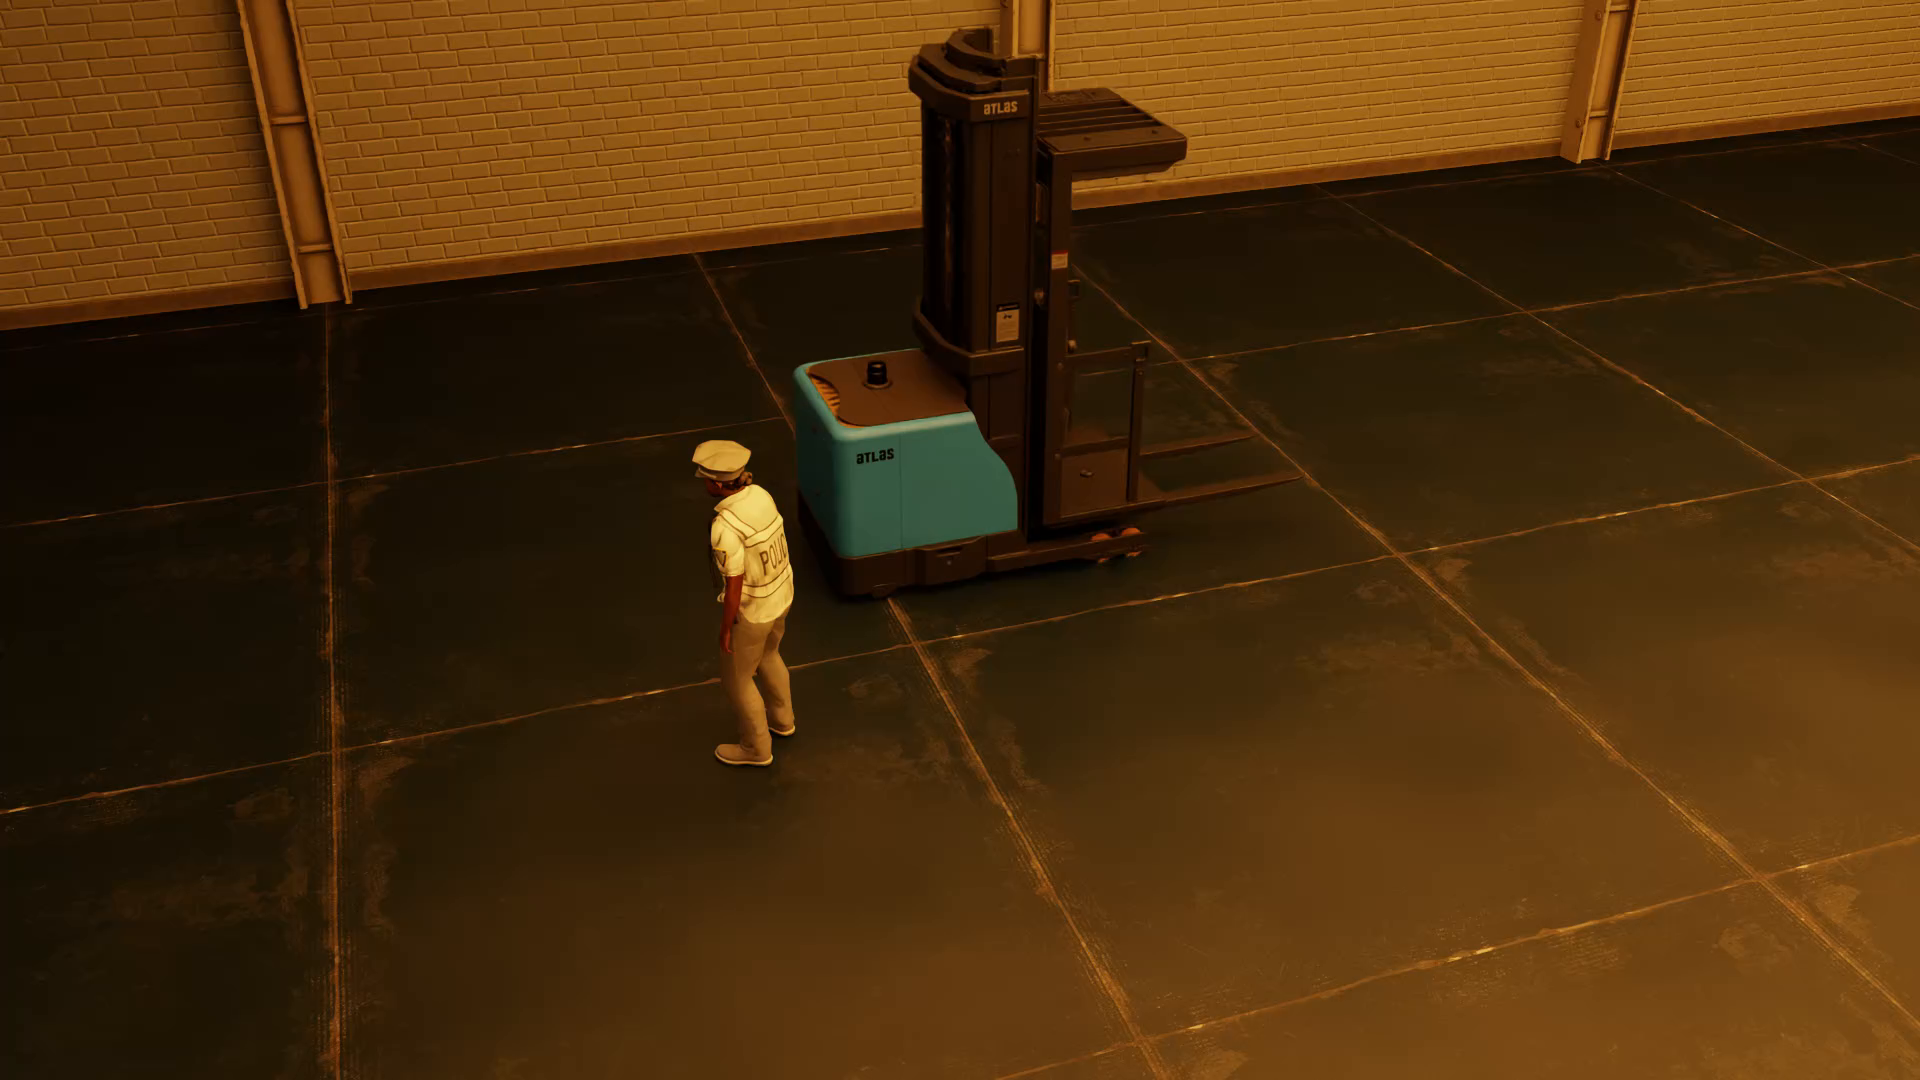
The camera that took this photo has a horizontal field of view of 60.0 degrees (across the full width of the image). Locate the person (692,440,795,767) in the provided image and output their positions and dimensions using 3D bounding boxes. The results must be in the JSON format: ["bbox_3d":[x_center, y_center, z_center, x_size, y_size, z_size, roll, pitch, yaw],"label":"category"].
[{"bbox_3d":[-0.997,0.307,7.834,0.389,1.655,0.516,12,32,19],"label":"person"}]

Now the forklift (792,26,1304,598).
[{"bbox_3d":[0.586,-1.379,9.483,3.031,2.935,1.130,-10,31,-17],"label":"forklift"}]
